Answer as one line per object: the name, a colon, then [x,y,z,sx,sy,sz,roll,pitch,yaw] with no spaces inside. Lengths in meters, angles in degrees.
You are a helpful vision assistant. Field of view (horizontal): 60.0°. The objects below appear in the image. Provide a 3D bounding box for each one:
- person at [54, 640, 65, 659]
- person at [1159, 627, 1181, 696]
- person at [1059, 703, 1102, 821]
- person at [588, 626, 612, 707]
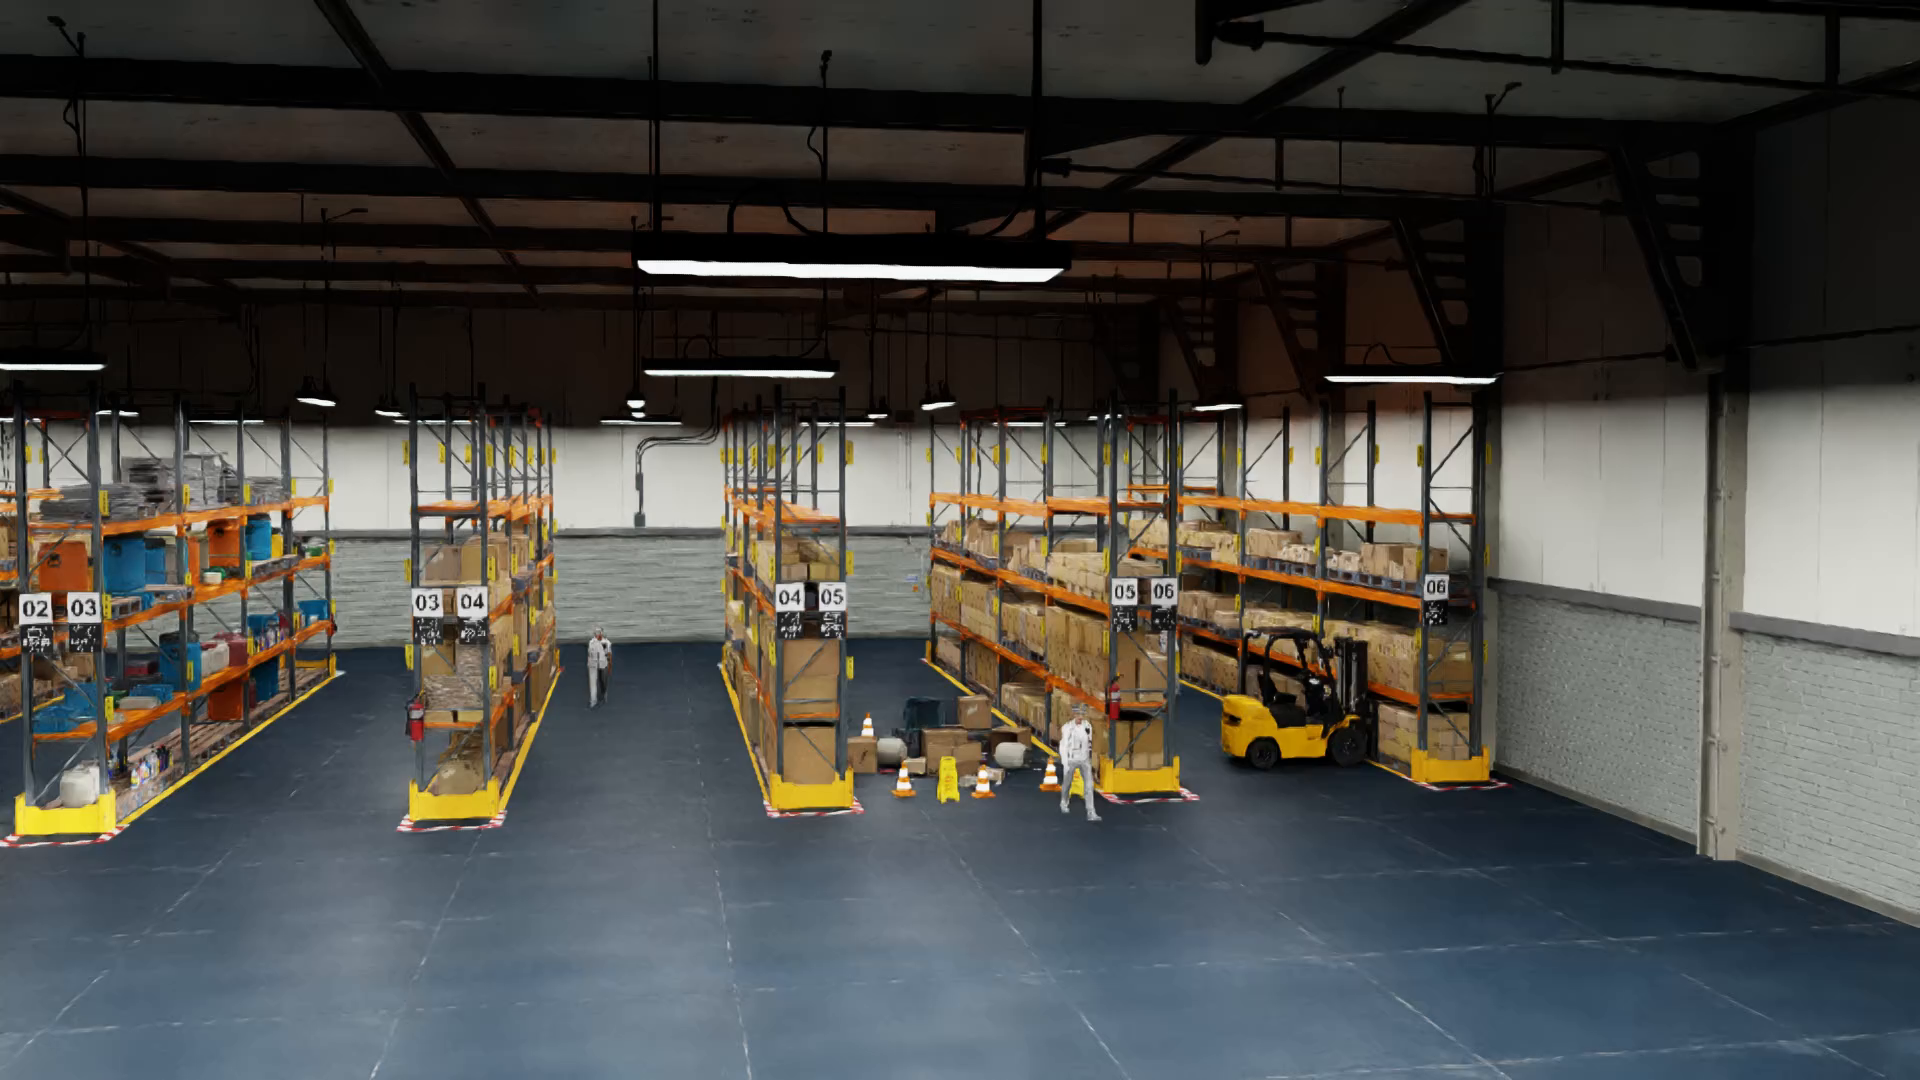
person: [-21.631,2.128,40.273,0.586,1.679,0.973,-2,3,-34]
person: [4.329,2.353,34.753,0.591,1.744,0.668,0,3,10]
person: [1.613,3.021,22.889,0.499,1.587,1.073,-1,3,-12]
person: [-7.203,2.511,33.267,0.481,1.583,1.074,-1,3,-13]
